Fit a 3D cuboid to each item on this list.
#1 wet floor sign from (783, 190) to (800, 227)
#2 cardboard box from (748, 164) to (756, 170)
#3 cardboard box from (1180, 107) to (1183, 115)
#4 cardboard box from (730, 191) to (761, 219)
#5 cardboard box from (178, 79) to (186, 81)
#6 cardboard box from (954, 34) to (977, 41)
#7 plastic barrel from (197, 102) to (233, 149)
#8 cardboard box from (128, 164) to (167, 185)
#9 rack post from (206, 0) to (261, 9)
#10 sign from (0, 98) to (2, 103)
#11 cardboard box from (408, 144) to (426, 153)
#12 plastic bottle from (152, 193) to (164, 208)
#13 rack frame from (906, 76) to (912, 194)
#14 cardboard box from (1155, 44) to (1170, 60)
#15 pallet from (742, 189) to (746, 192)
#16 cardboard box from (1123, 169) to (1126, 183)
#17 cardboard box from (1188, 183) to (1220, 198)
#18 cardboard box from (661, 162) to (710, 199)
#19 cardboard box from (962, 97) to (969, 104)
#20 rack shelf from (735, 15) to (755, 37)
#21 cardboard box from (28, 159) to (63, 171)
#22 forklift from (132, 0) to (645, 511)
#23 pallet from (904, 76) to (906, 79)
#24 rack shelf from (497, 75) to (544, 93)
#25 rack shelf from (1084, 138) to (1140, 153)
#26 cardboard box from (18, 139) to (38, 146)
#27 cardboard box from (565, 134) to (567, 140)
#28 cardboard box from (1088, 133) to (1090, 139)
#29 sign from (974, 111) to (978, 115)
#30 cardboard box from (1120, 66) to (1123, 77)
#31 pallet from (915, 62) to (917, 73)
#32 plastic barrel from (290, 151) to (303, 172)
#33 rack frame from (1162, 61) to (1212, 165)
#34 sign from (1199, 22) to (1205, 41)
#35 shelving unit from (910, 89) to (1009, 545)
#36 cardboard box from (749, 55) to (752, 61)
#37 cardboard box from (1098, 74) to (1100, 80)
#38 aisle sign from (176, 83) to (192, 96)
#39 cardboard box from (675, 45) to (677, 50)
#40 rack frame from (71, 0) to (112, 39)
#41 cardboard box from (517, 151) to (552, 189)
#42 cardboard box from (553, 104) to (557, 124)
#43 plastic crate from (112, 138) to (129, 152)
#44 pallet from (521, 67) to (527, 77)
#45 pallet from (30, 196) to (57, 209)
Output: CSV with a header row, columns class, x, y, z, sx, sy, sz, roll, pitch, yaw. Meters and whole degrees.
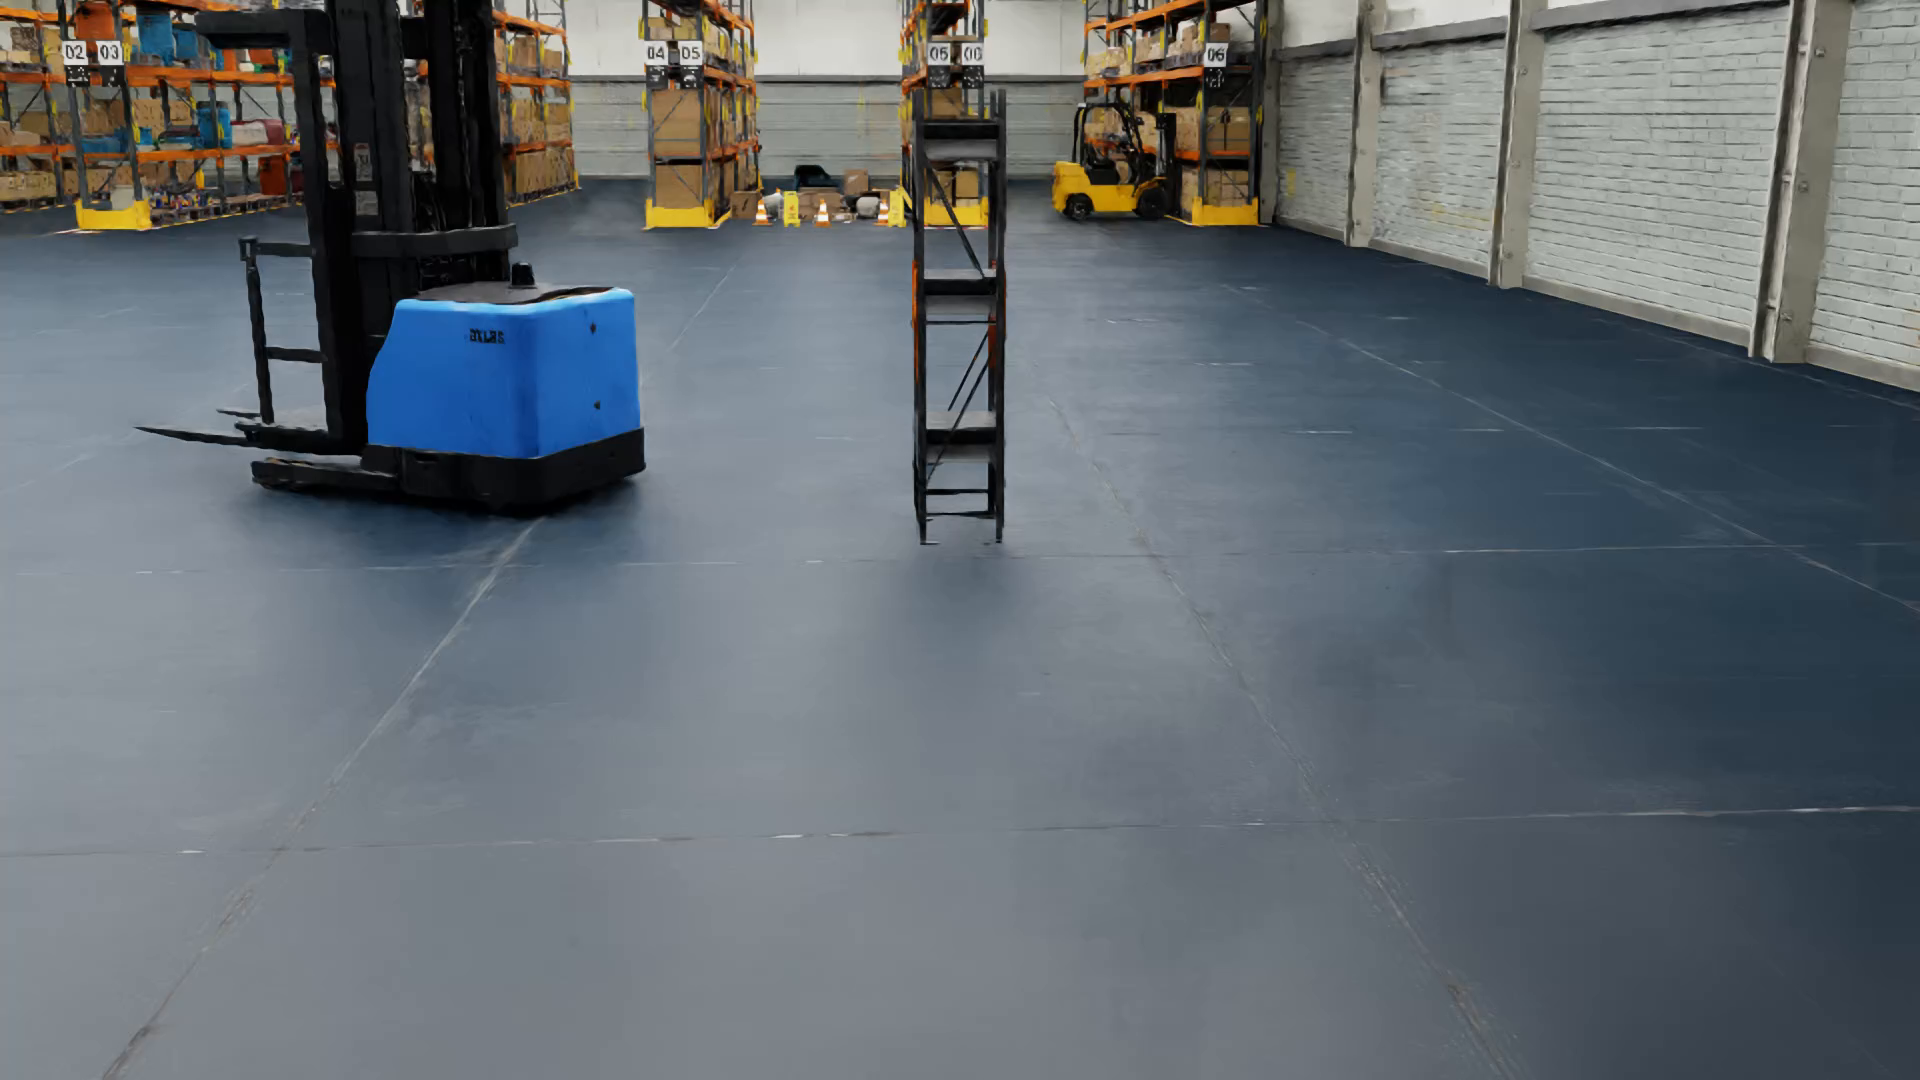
class,x,y,z,sx,sy,sz,roll,pitch,yaw
wet floor sign,-3.039,-5.962,29.904,0.267,0.644,0.232,-3,15,-13
cardboard box,-5.622,-9.915,44.228,0.380,0.149,0.250,-1,14,-5
cardboard box,4.506,-8.356,32.385,0.380,0.149,0.250,-1,14,-4
cardboard box,-4.145,-6.494,32.258,0.500,0.500,0.500,2,15,6
cardboard box,-20.558,-12.111,43.359,0.500,0.250,0.500,-1,14,-3
cardboard box,0.098,-8.989,29.828,0.380,0.149,0.250,-1,14,-4
plastic barrel,-14.887,-8.289,33.218,0.600,0.901,0.708,-1,14,-3
cardboard box,-20.727,-9.331,42.400,0.797,0.503,0.637,-1,14,-3
rack post,-15.373,-11.436,34.015,1.013,1.000,3.121,-1,14,-3
sign,-25.254,-11.458,43.739,0.100,0.325,0.005,-1,14,-3
cardboard box,-9.754,-6.980,29.641,0.380,0.149,0.250,-1,14,-3
plastic bottle,-15.345,-6.489,31.808,0.152,0.276,0.135,-1,14,-3
rack frame,-0.827,-10.165,41.513,1.000,3.000,0.127,-1,14,-3
cardboard box,4.335,-10.090,34.340,0.500,0.311,0.500,-1,14,-5
pallet,-5.633,-8.215,39.532,1.003,0.211,1.213,-1,14,-3
cardboard box,4.114,-8.467,39.088,0.500,0.500,0.500,-1,14,-4
cardboard box,4.529,-6.488,30.895,0.500,0.250,0.500,-1,14,-4
cardboard box,-5.182,-6.640,31.234,0.875,0.875,0.875,-1,14,-4
cardboard box,-0.007,-9.008,34.074,0.380,0.149,0.250,-1,14,-4
rack shelf,-5.885,-13.116,42.394,1.077,0.370,4.000,-1,14,-3
cardboard box,-20.657,-8.474,37.569,0.500,0.250,0.500,0,14,-1
forklift,-3.316,-1.788,9.094,3.031,2.935,1.130,6,16,23
pallet,-0.939,-12.081,43.119,1.003,0.211,1.213,-1,14,-3
rack shelf,-10.594,-10.619,38.701,1.077,0.370,4.000,-1,14,-3
rack shelf,4.003,-10.391,43.838,1.077,0.370,4.000,-1,14,-3
cardboard box,-20.026,-8.524,35.640,0.380,0.149,0.250,-1,14,-3
cardboard box,-10.568,-10.612,43.756,0.380,0.149,0.250,-1,14,-2
cardboard box,3.688,-10.967,45.135,0.380,0.149,0.250,-1,14,-2
sign,0.591,-13.008,50.908,0.339,0.242,0.001,-1,14,-3
cardboard box,4.038,-11.001,39.044,0.500,0.250,0.500,-1,14,-3
pallet,-0.330,-9.950,35.036,1.213,0.211,1.003,-1,14,-3
plastic barrel,-15.600,-8.811,39.619,0.600,0.901,0.708,-1,14,-3
rack frame,4.623,-8.253,34.082,1.000,3.000,0.127,-1,14,-3
sign,4.328,-9.096,29.722,0.100,0.325,0.005,-1,14,-3
shelving unit,-0.010,-1.058,7.925,0.431,2.100,0.503,-1,14,-3
cardboard box,-5.636,-12.605,43.473,0.380,0.149,0.250,-1,14,-3
cardboard box,3.770,-11.977,43.040,0.380,0.149,0.250,-1,14,-3
aisle sign,-20.551,-12.135,43.955,0.394,0.787,0.004,-1,14,-3
cardboard box,-5.470,-9.119,30.888,0.380,0.149,0.250,-1,14,-3
rack frame,-20.605,-12.765,39.581,1.000,3.000,0.127,-1,14,-3
cardboard box,-10.658,-9.027,40.514,1.225,0.875,0.875,-1,14,-3
cardboard box,-10.552,-10.821,42.264,0.500,0.500,0.500,-1,14,-5
plastic crate,-15.282,-7.160,30.135,0.499,0.251,0.408,-1,14,-3
pallet,-10.635,-10.816,38.402,1.003,0.211,1.213,0,14,-1
pallet,-20.345,-7.309,36.011,1.003,0.211,1.213,-1,14,-3
